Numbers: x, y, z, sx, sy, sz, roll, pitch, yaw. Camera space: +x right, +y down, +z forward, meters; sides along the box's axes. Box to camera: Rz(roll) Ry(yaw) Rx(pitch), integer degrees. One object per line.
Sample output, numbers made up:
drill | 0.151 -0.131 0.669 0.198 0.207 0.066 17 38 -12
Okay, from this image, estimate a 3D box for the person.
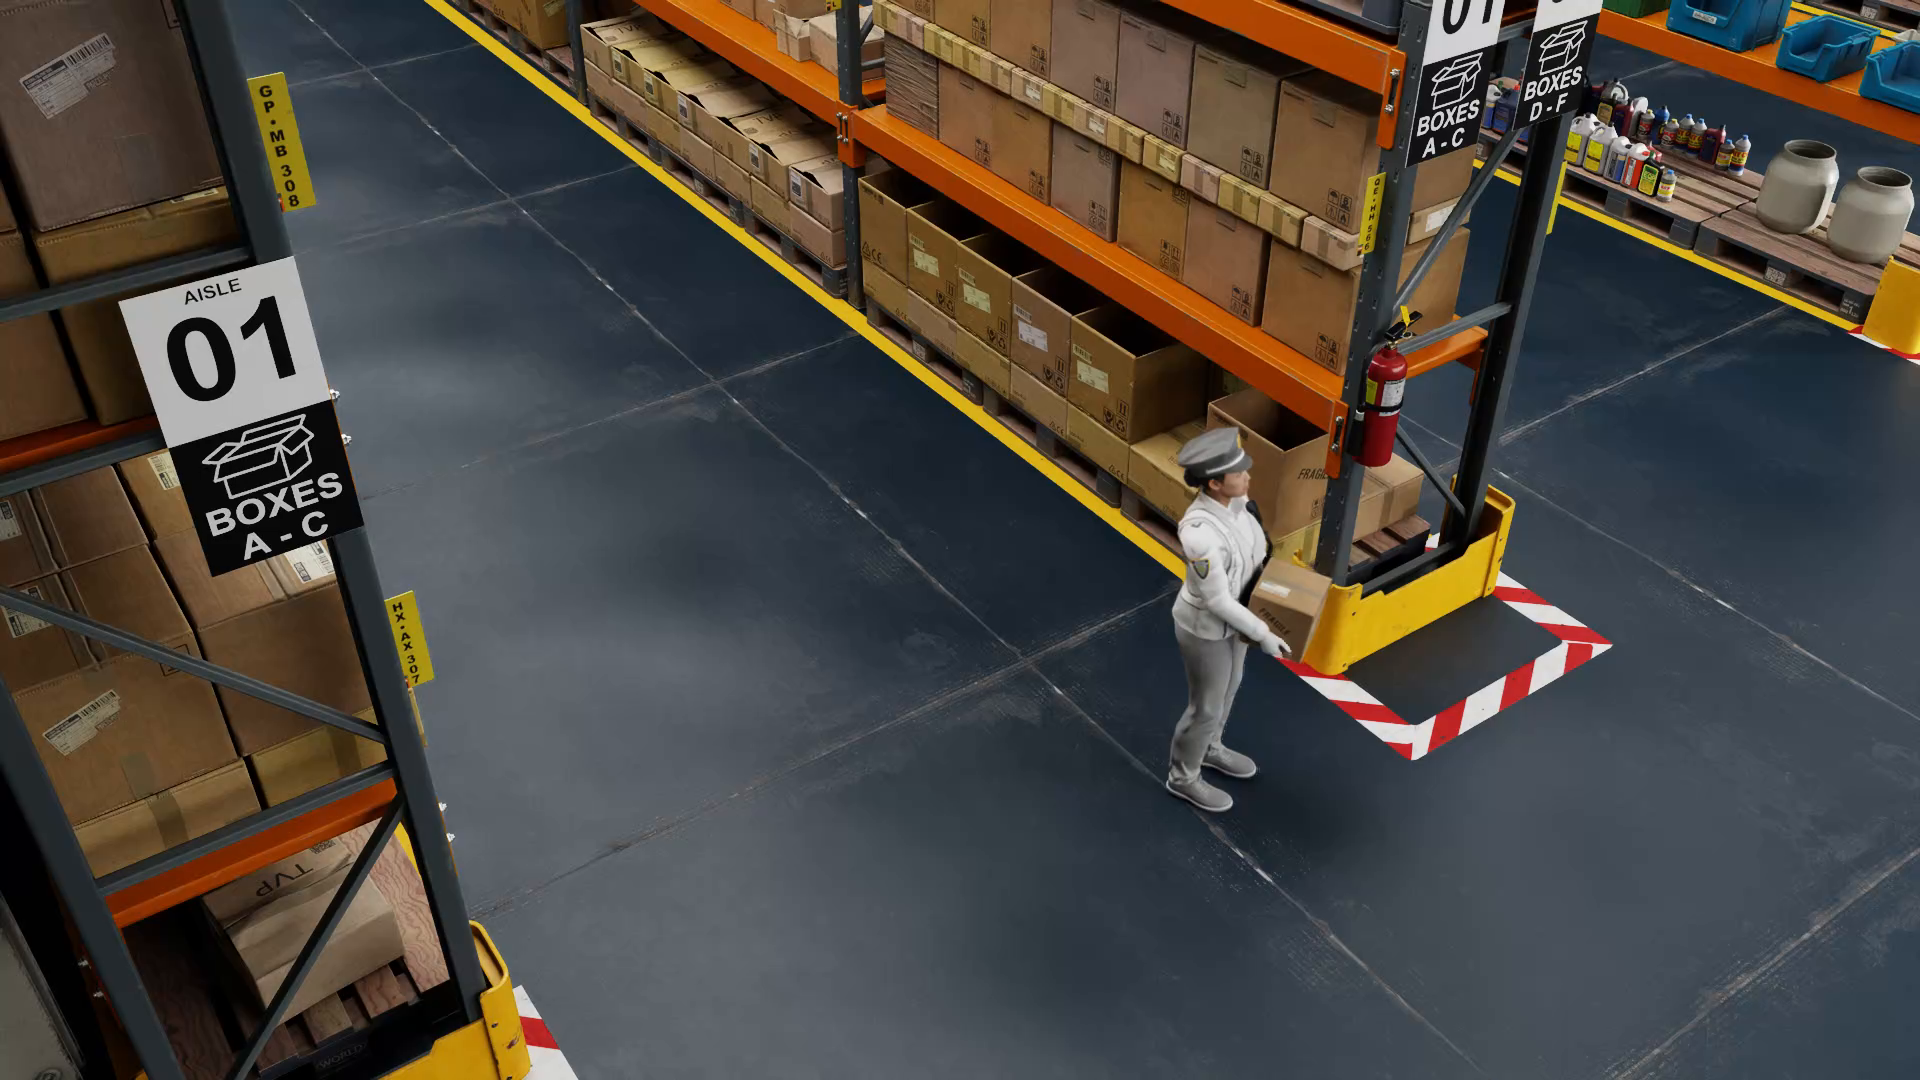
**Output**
person | 1.067 0.323 6.536 0.554 1.695 0.467 16 39 20
